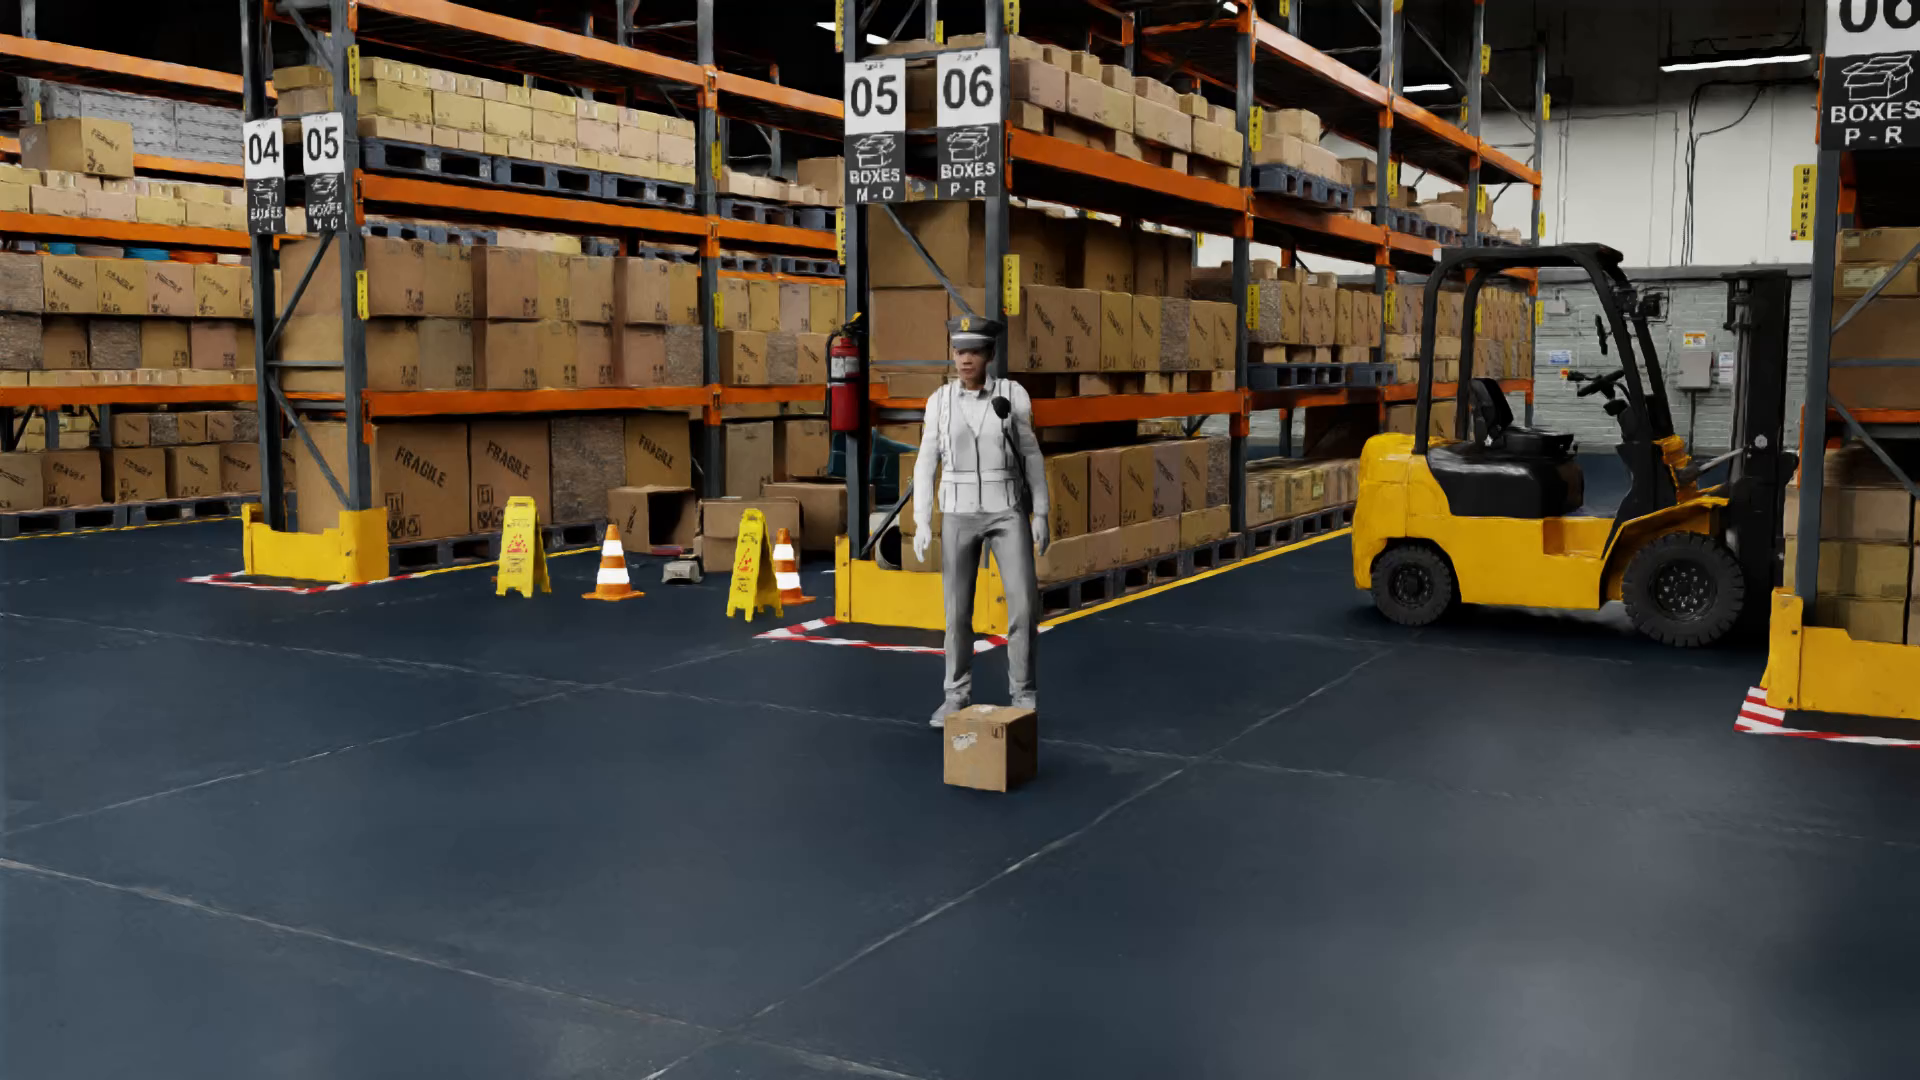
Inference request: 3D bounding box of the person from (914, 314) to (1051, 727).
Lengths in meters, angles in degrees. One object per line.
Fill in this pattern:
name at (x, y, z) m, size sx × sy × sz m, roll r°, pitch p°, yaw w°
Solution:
person at (0.088, -0.071, 6.787) m, size 0.562 × 1.680 × 0.347 m, roll 1°, pitch 6°, yaw 6°
